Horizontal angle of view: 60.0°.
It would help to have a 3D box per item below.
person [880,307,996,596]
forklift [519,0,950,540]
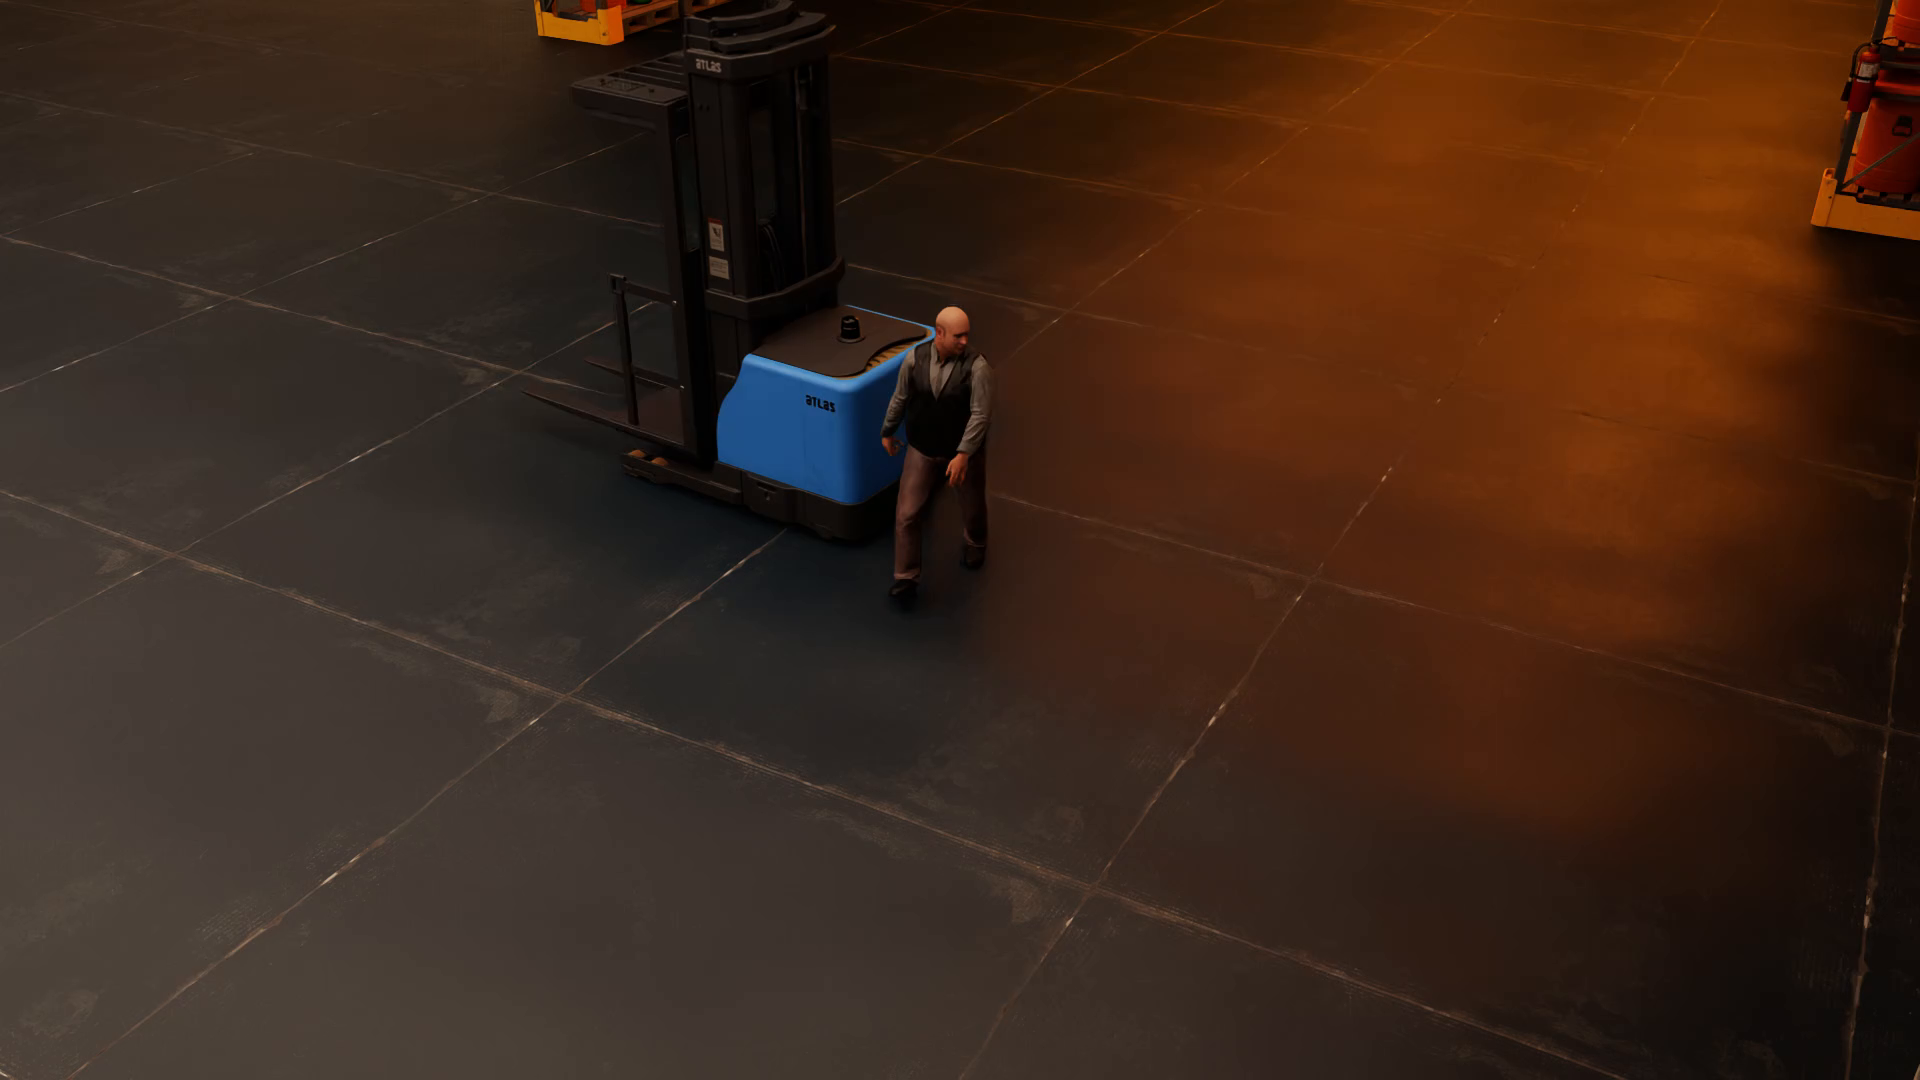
[{"bbox_3d":[-0.141,-0.489,9.219,0.668,1.668,0.871,6,30,9],"label":"person"},{"bbox_3d":[-1.573,-1.825,10.232,3.031,2.935,1.130,19,35,29],"label":"forklift"}]
